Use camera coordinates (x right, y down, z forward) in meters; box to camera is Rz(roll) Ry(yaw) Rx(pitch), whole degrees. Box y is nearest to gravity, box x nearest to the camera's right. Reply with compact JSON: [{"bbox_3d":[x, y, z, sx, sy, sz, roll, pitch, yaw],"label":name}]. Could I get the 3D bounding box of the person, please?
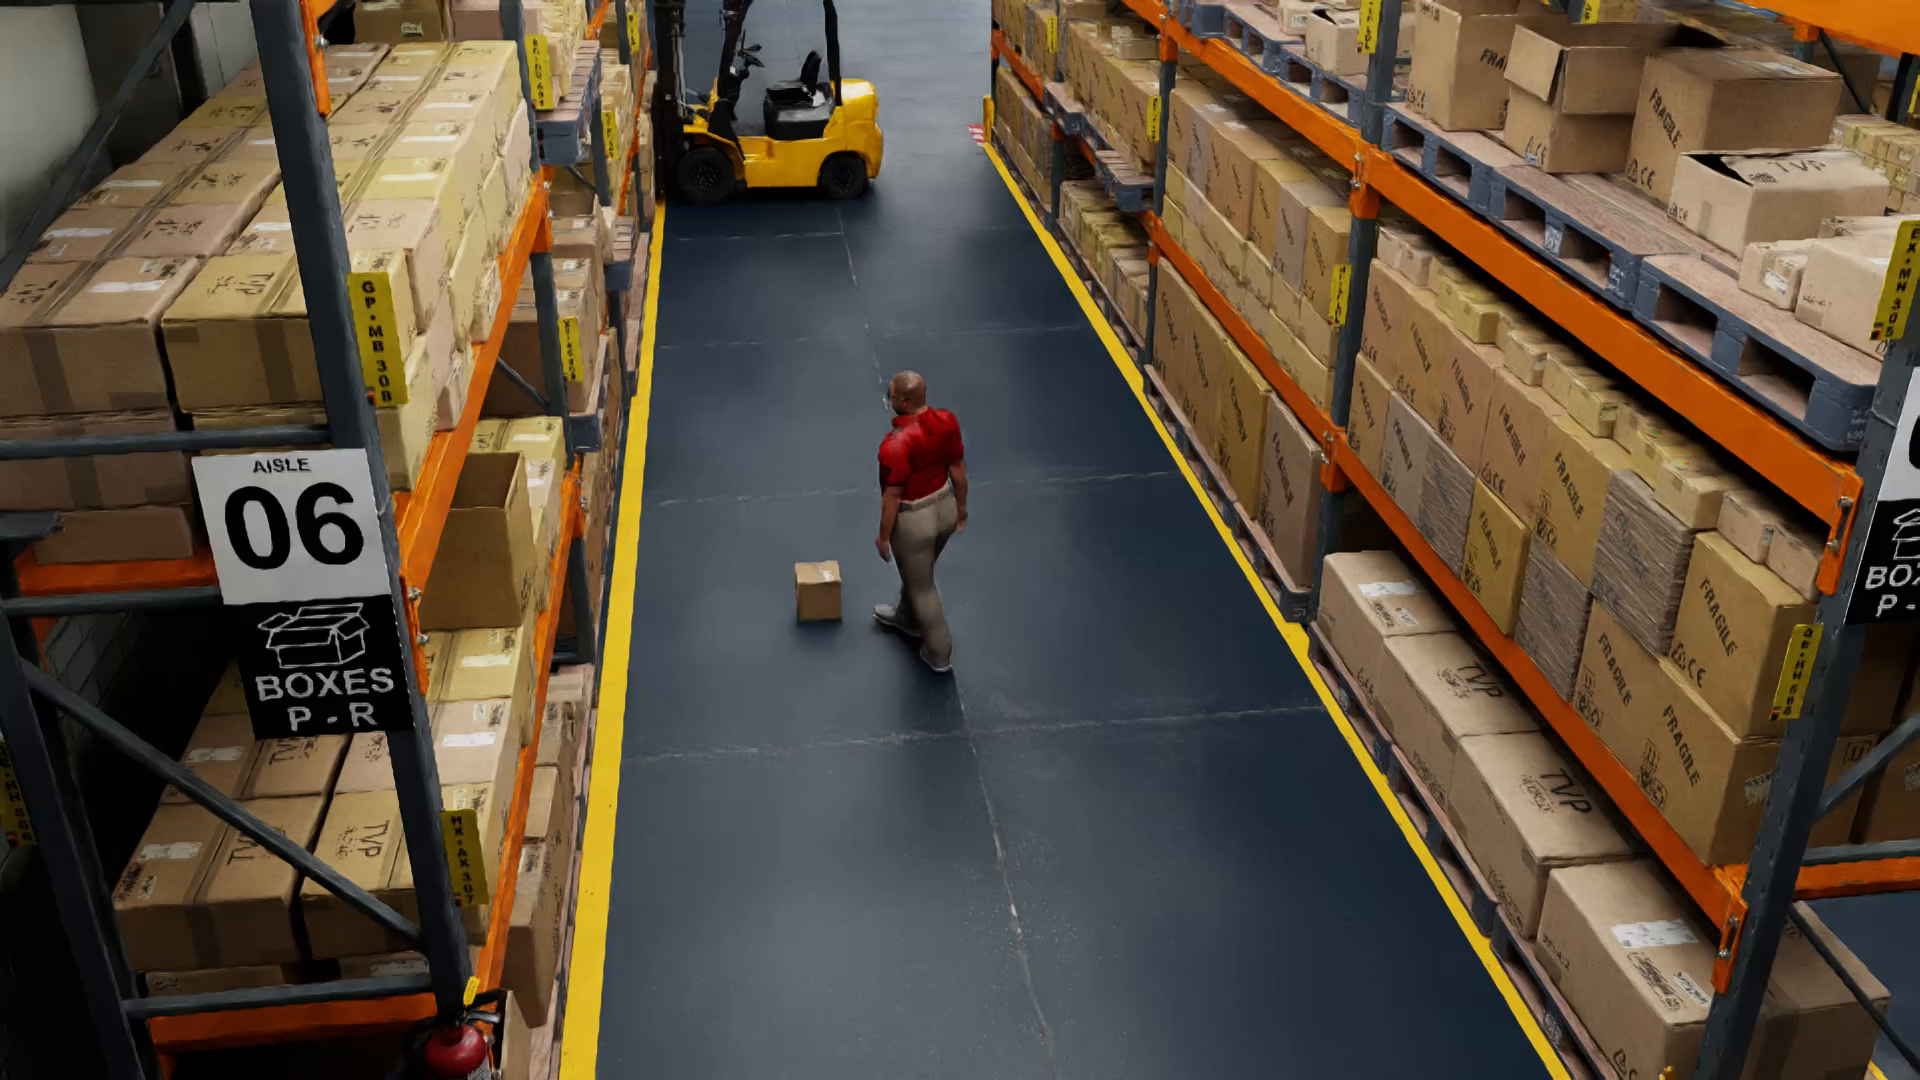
[{"bbox_3d":[-0.319,-0.149,8.926,0.710,1.721,0.582,22,34,36],"label":"person"}]
